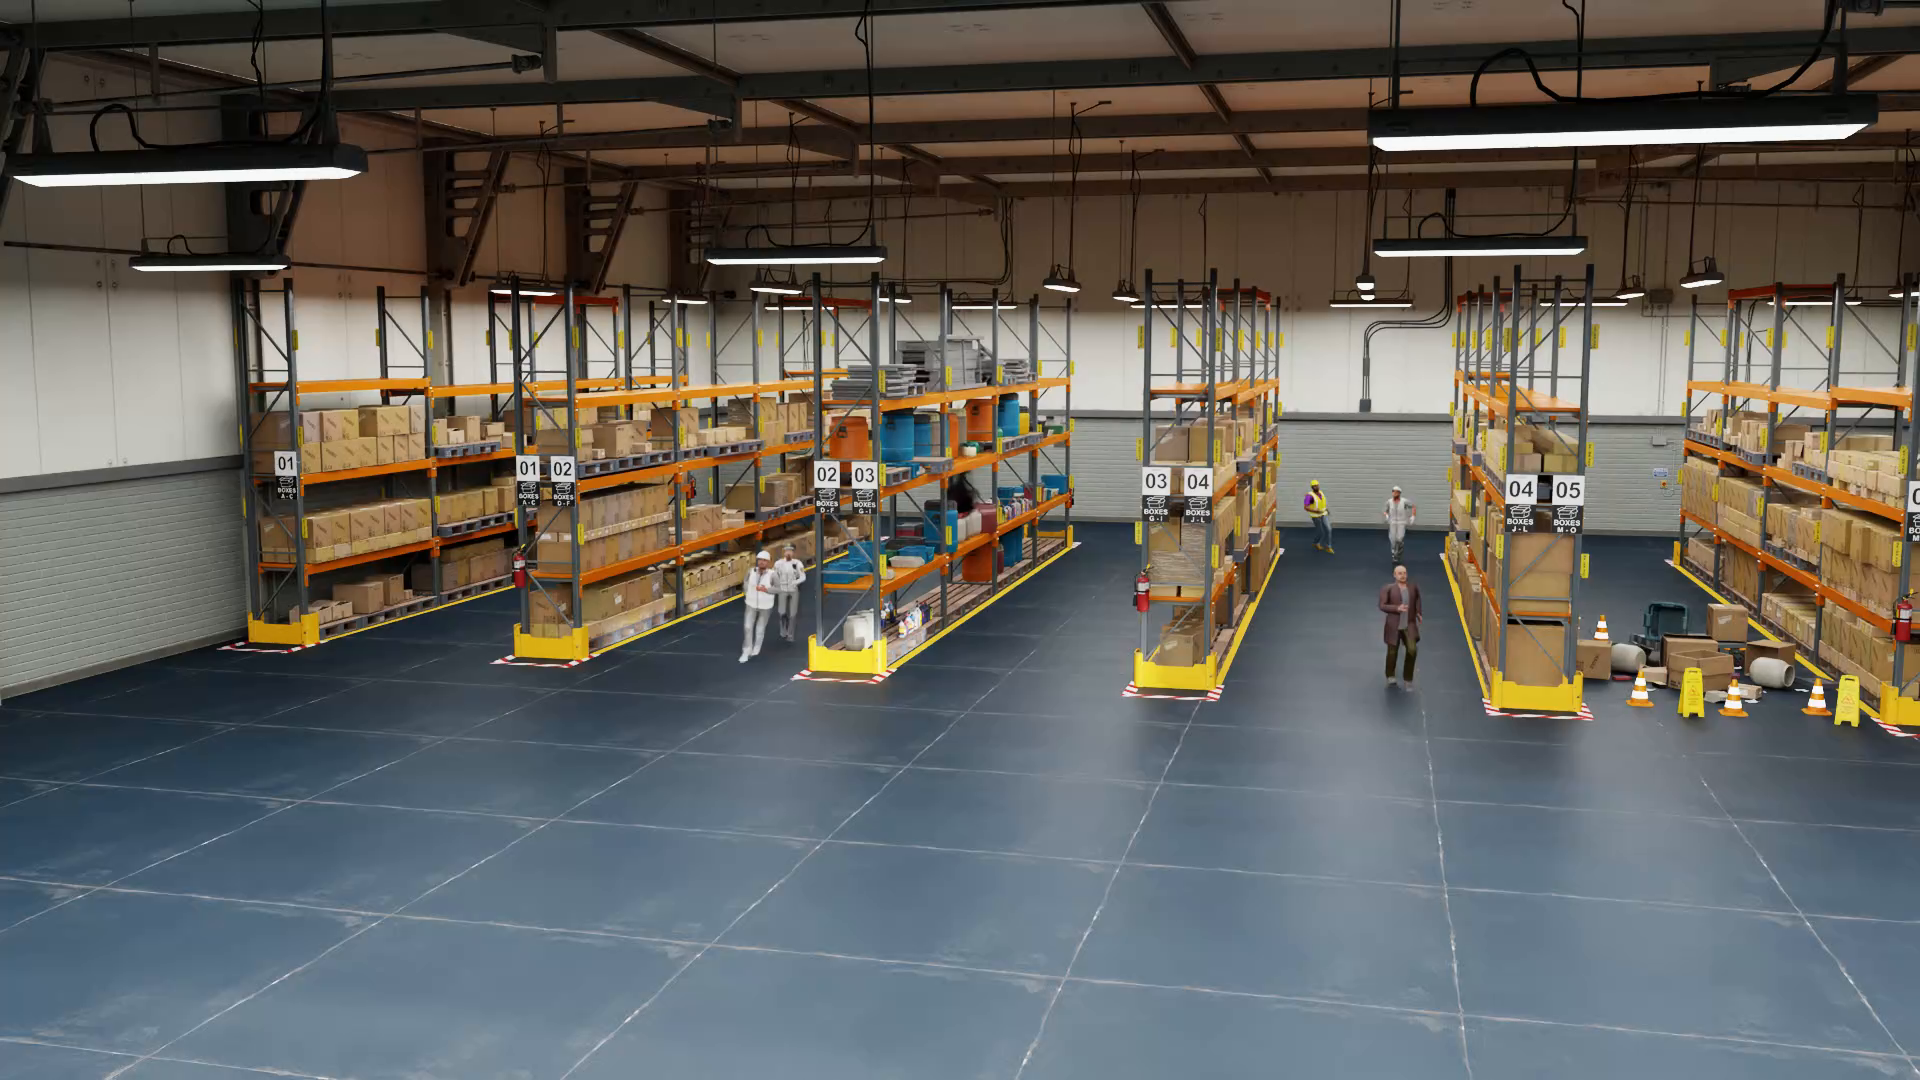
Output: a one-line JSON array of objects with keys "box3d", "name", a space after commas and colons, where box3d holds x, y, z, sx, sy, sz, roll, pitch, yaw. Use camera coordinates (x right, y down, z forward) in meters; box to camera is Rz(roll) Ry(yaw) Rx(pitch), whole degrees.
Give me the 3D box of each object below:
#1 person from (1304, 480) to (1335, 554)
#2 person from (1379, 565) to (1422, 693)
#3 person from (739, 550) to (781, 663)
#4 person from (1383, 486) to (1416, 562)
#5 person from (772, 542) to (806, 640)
[{"box3d": [8.436, -0.556, 39.215, 0.703, 1.729, 0.783, -3, 8, -27], "name": "person"}, {"box3d": [6.314, 1.278, 23.827, 0.672, 1.834, 0.811, 0, 7, 1], "name": "person"}, {"box3d": [-3.122, 1.040, 26.077, 0.675, 1.788, 0.708, 0, 7, 1], "name": "person"}, {"box3d": [9.800, -0.334, 37.225, 0.689, 1.735, 0.743, 4, 8, 28], "name": "person"}, {"box3d": [-2.860, 0.865, 27.637, 0.607, 1.656, 0.559, 0, 7, -3], "name": "person"}]
